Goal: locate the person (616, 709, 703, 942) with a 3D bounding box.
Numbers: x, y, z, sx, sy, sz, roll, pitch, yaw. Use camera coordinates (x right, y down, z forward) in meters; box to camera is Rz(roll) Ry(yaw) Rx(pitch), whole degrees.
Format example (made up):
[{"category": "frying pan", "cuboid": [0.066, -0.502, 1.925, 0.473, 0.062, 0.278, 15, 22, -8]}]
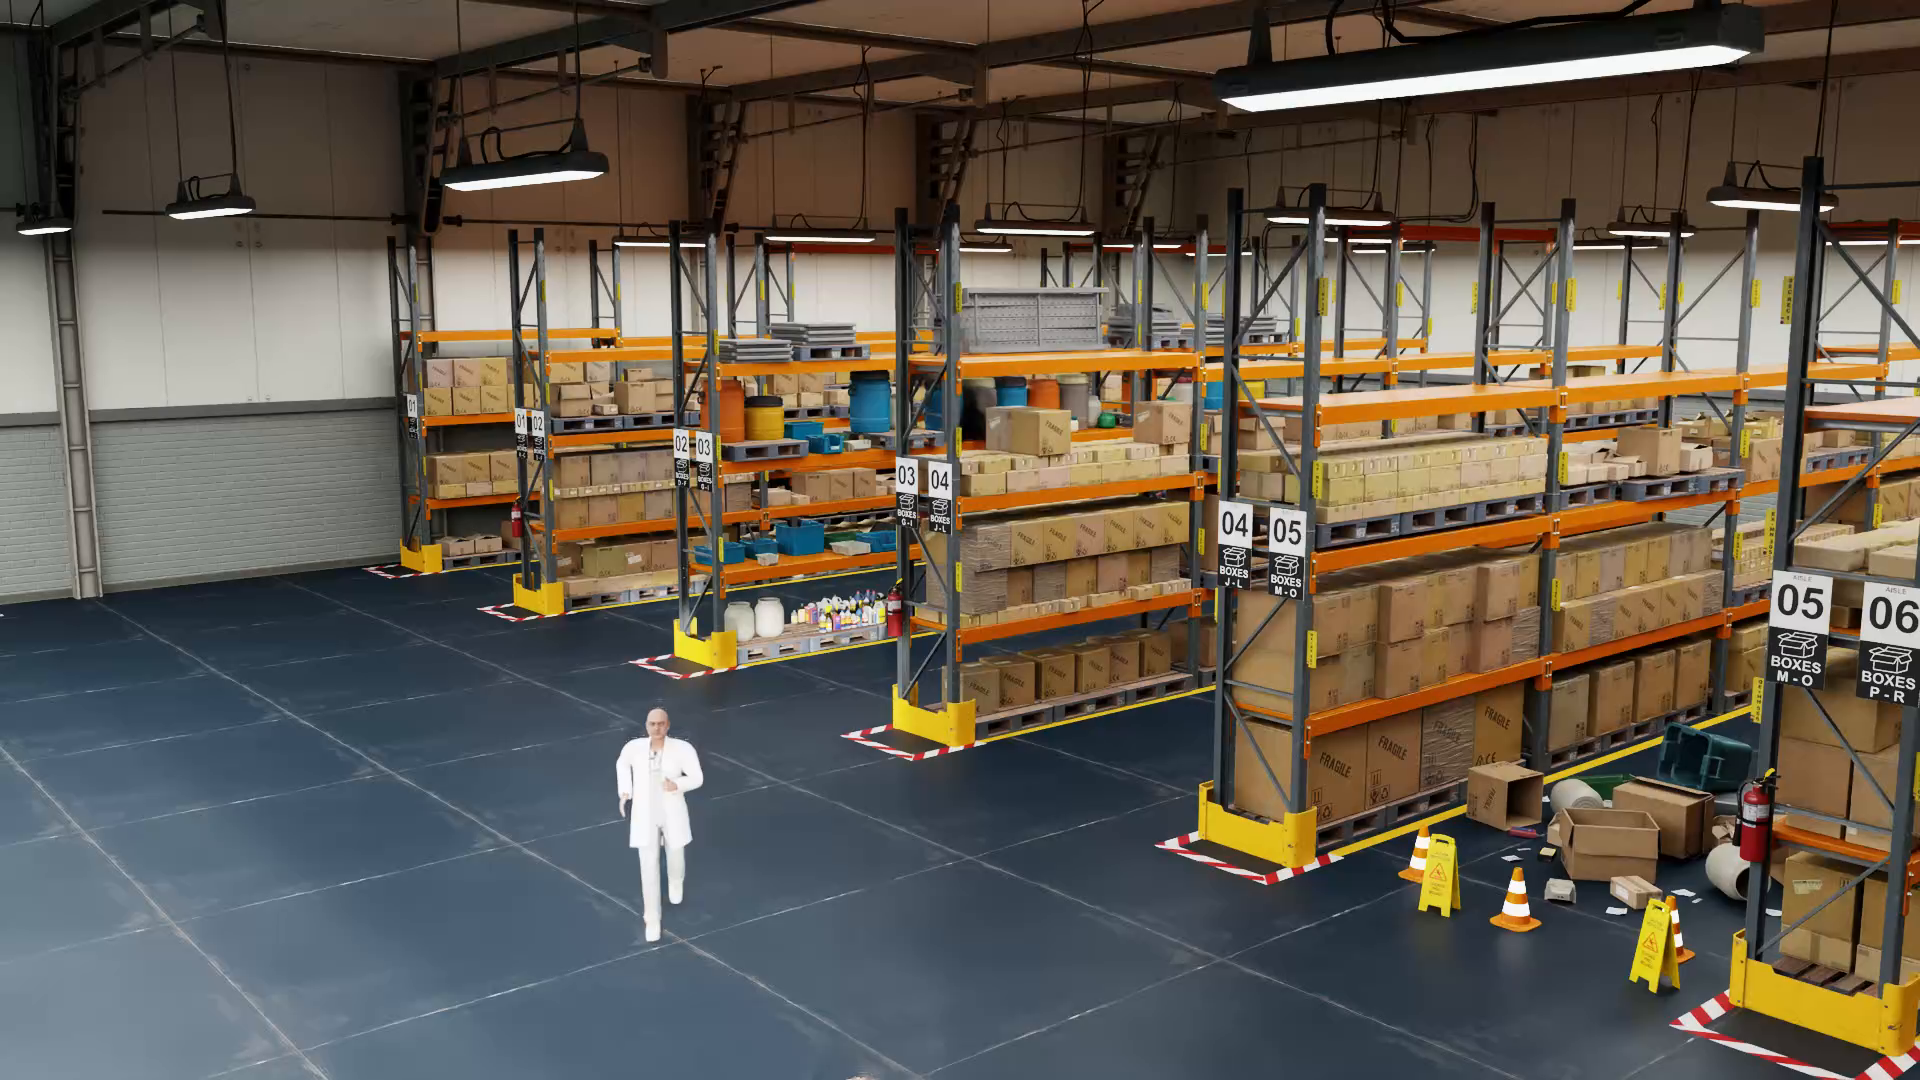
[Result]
[{"category": "person", "cuboid": [-2.422, 2.264, 13.416, 0.708, 1.670, 1.061, -1, 9, -7]}]
